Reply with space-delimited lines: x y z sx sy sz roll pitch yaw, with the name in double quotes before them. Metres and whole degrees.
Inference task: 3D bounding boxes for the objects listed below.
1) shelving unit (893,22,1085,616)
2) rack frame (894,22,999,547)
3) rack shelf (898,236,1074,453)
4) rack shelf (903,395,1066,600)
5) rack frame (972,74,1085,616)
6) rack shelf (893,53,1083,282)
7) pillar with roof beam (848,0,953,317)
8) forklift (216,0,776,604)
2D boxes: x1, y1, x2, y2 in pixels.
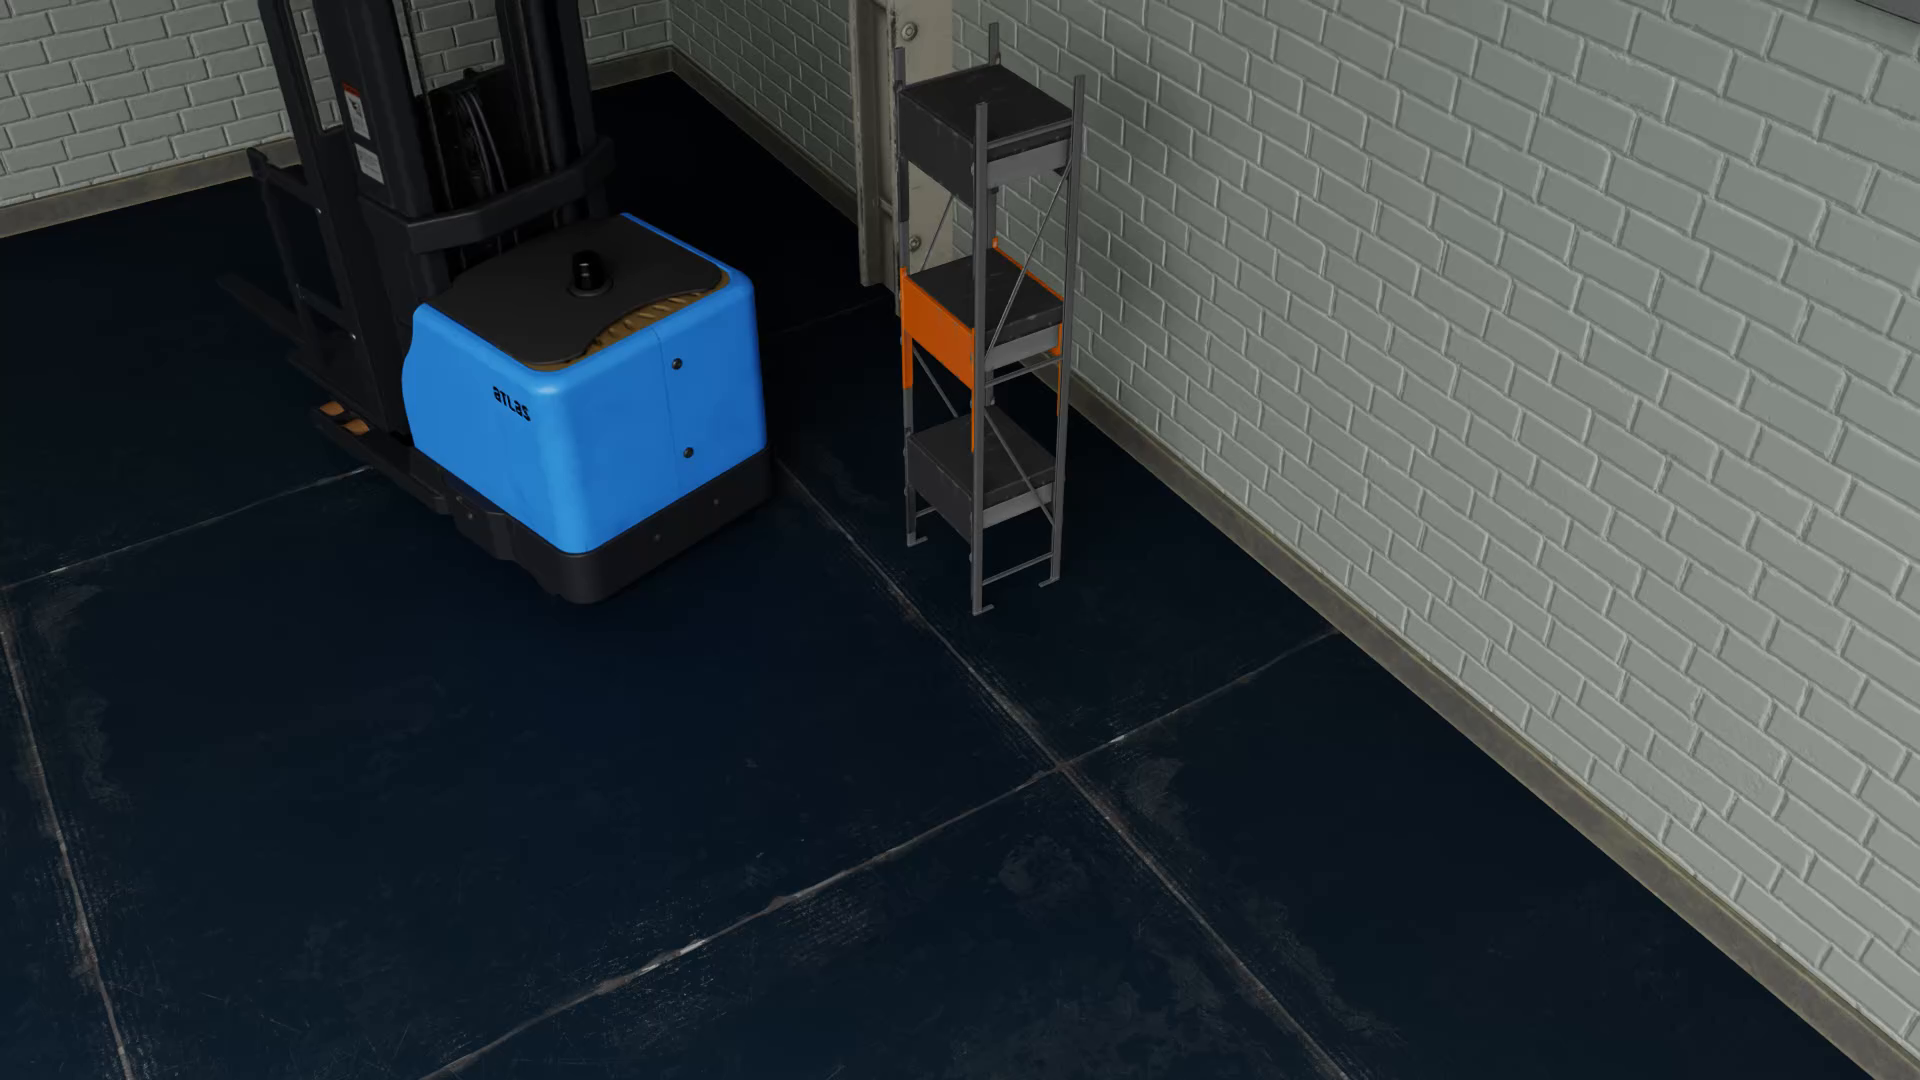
"shelving unit" 0.089 -0.717 5.971 0.431 2.100 0.503 -22 45 -24
"rack frame" -0.042 -0.849 6.129 0.400 2.100 0.015 -22 45 -24
"rack shelf" 0.089 -0.707 5.979 0.431 0.518 0.480 -22 45 -24
"rack shelf" 0.089 -0.169 6.427 0.431 0.518 0.480 -22 45 -24
"rack frame" 0.220 -0.586 5.813 0.400 2.100 0.015 -22 45 -24
"rack shelf" 0.089 -1.245 5.531 0.431 0.518 0.480 -22 45 -24
"pillar with roof beam" -3.894 -3.209 3.572 9.100 9.000 0.400 -22 45 -24
"forklift" -2.190 -1.700 6.501 3.031 2.935 1.130 30 49 31
